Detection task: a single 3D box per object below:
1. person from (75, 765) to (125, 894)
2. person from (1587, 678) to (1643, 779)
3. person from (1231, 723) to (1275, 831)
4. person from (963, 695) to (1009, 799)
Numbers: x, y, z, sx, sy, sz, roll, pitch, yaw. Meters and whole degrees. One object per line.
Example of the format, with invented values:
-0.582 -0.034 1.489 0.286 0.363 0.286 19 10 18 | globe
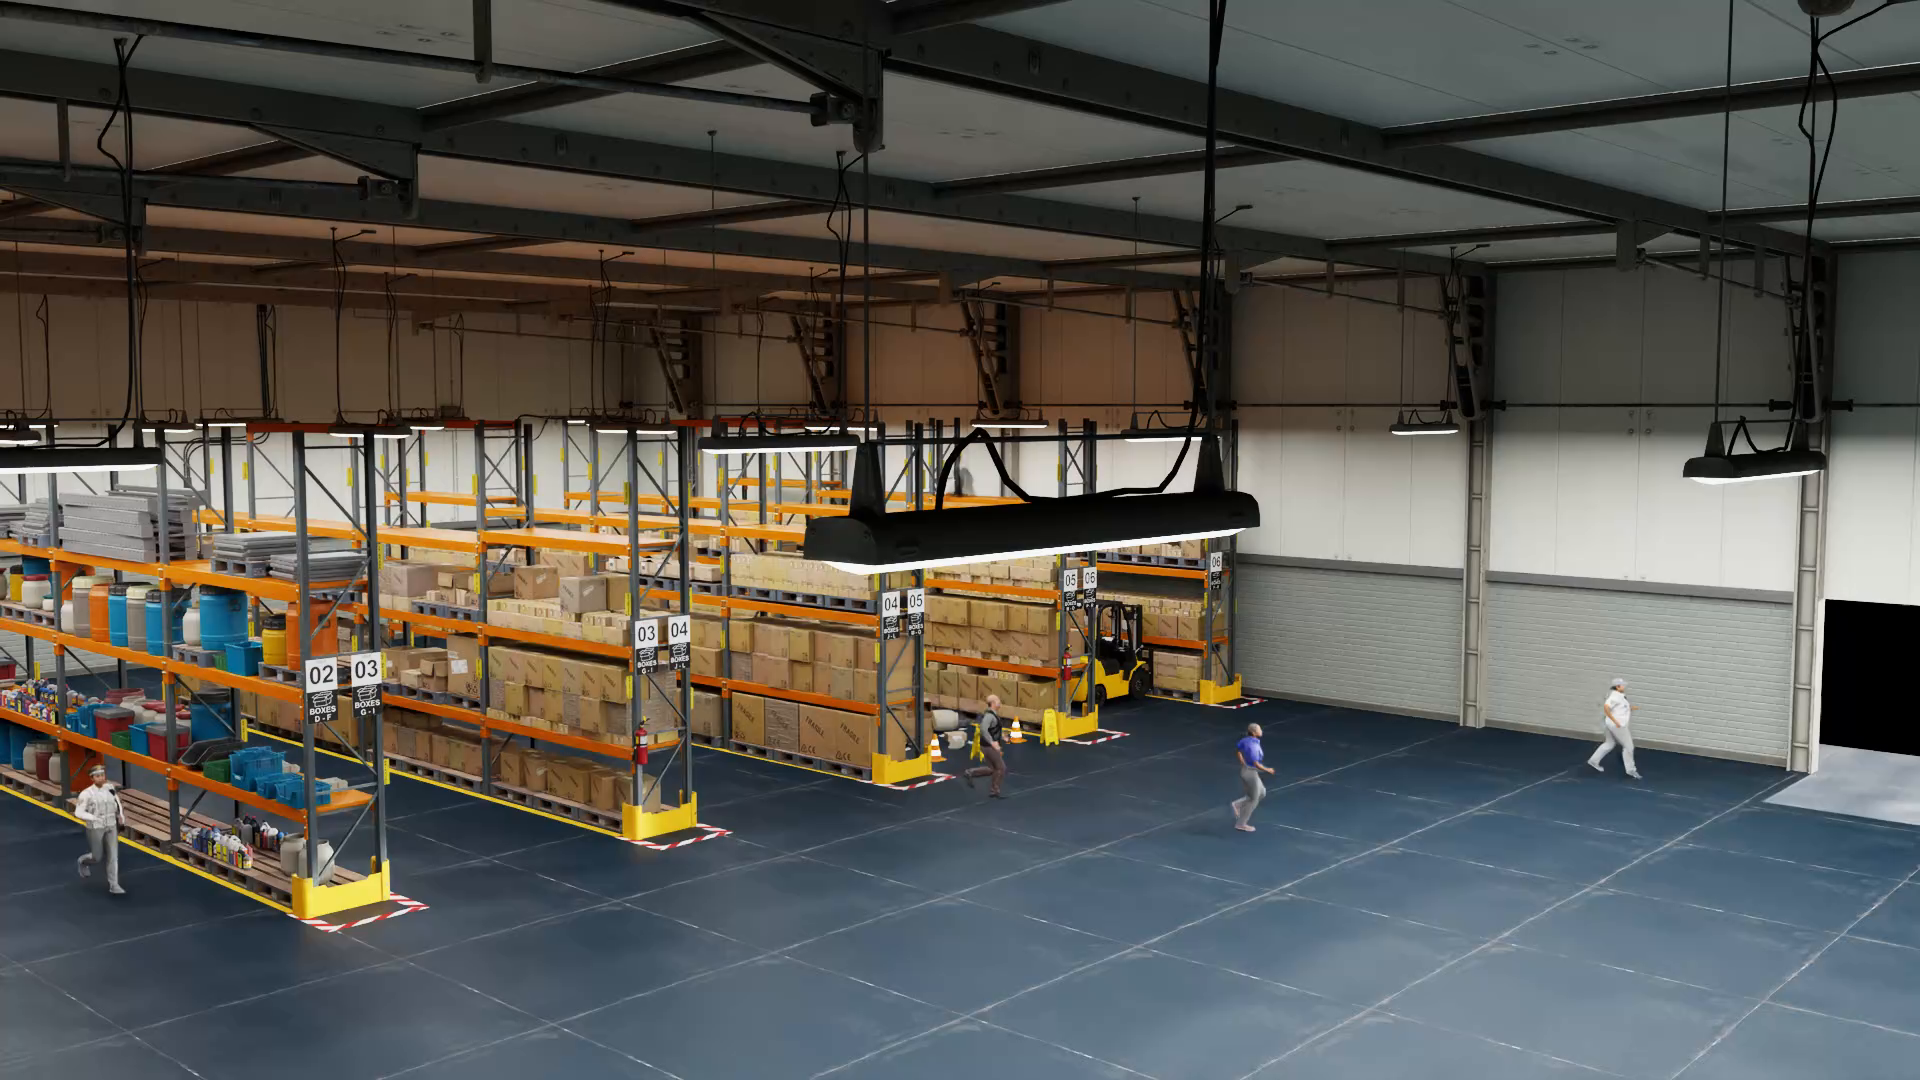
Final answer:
-11.129 3.731 21.593 0.949 1.650 0.630 4 6 37 | person
11.152 3.183 28.230 0.860 1.696 0.594 1 5 13 | person
4.359 3.512 24.756 0.621 1.614 0.595 0 5 -3 | person
0.412 3.318 26.732 0.752 1.679 0.645 0 5 2 | person
